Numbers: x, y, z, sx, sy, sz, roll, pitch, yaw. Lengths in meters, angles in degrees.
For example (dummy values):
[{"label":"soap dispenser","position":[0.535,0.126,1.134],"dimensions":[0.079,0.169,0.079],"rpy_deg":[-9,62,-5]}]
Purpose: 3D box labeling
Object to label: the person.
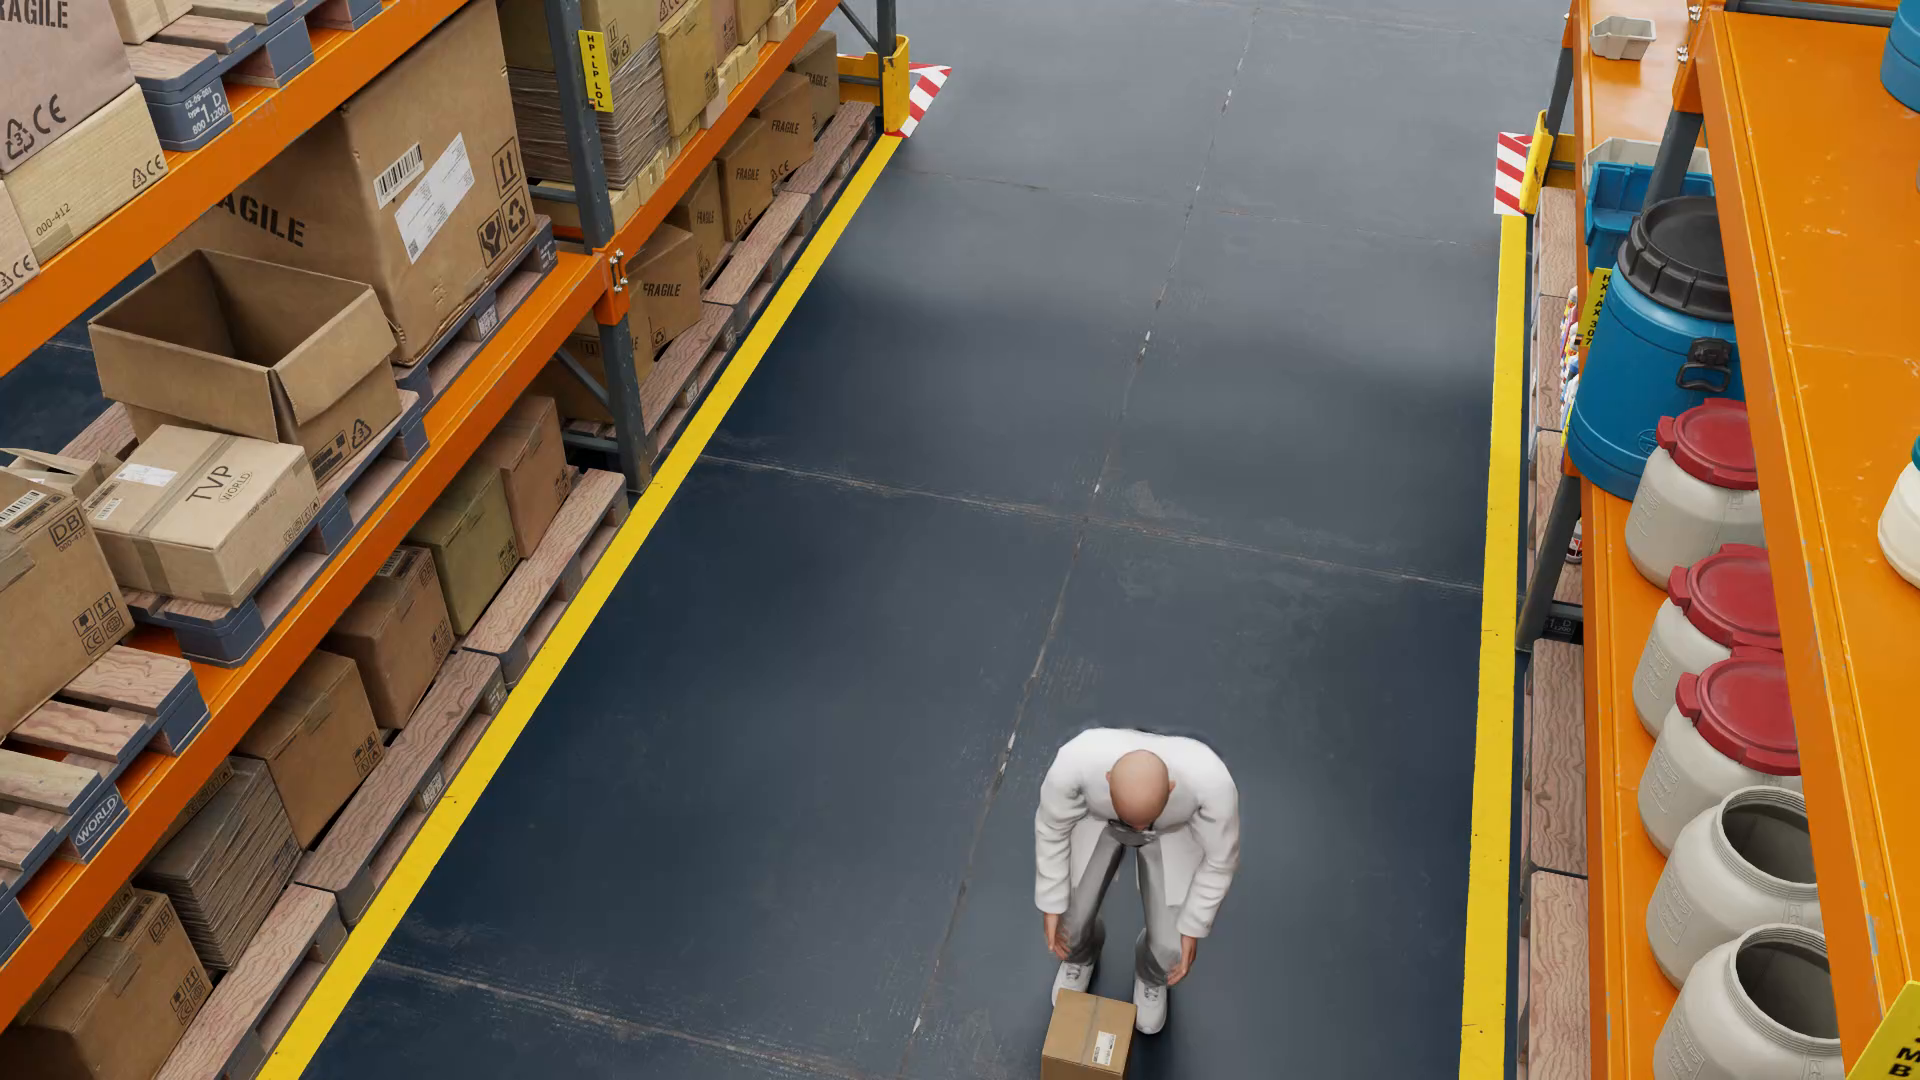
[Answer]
[{"label":"person","position":[0.557,1.006,5.243],"dimensions":[0.630,1.454,0.700],"rpy_deg":[10,41,12]}]
